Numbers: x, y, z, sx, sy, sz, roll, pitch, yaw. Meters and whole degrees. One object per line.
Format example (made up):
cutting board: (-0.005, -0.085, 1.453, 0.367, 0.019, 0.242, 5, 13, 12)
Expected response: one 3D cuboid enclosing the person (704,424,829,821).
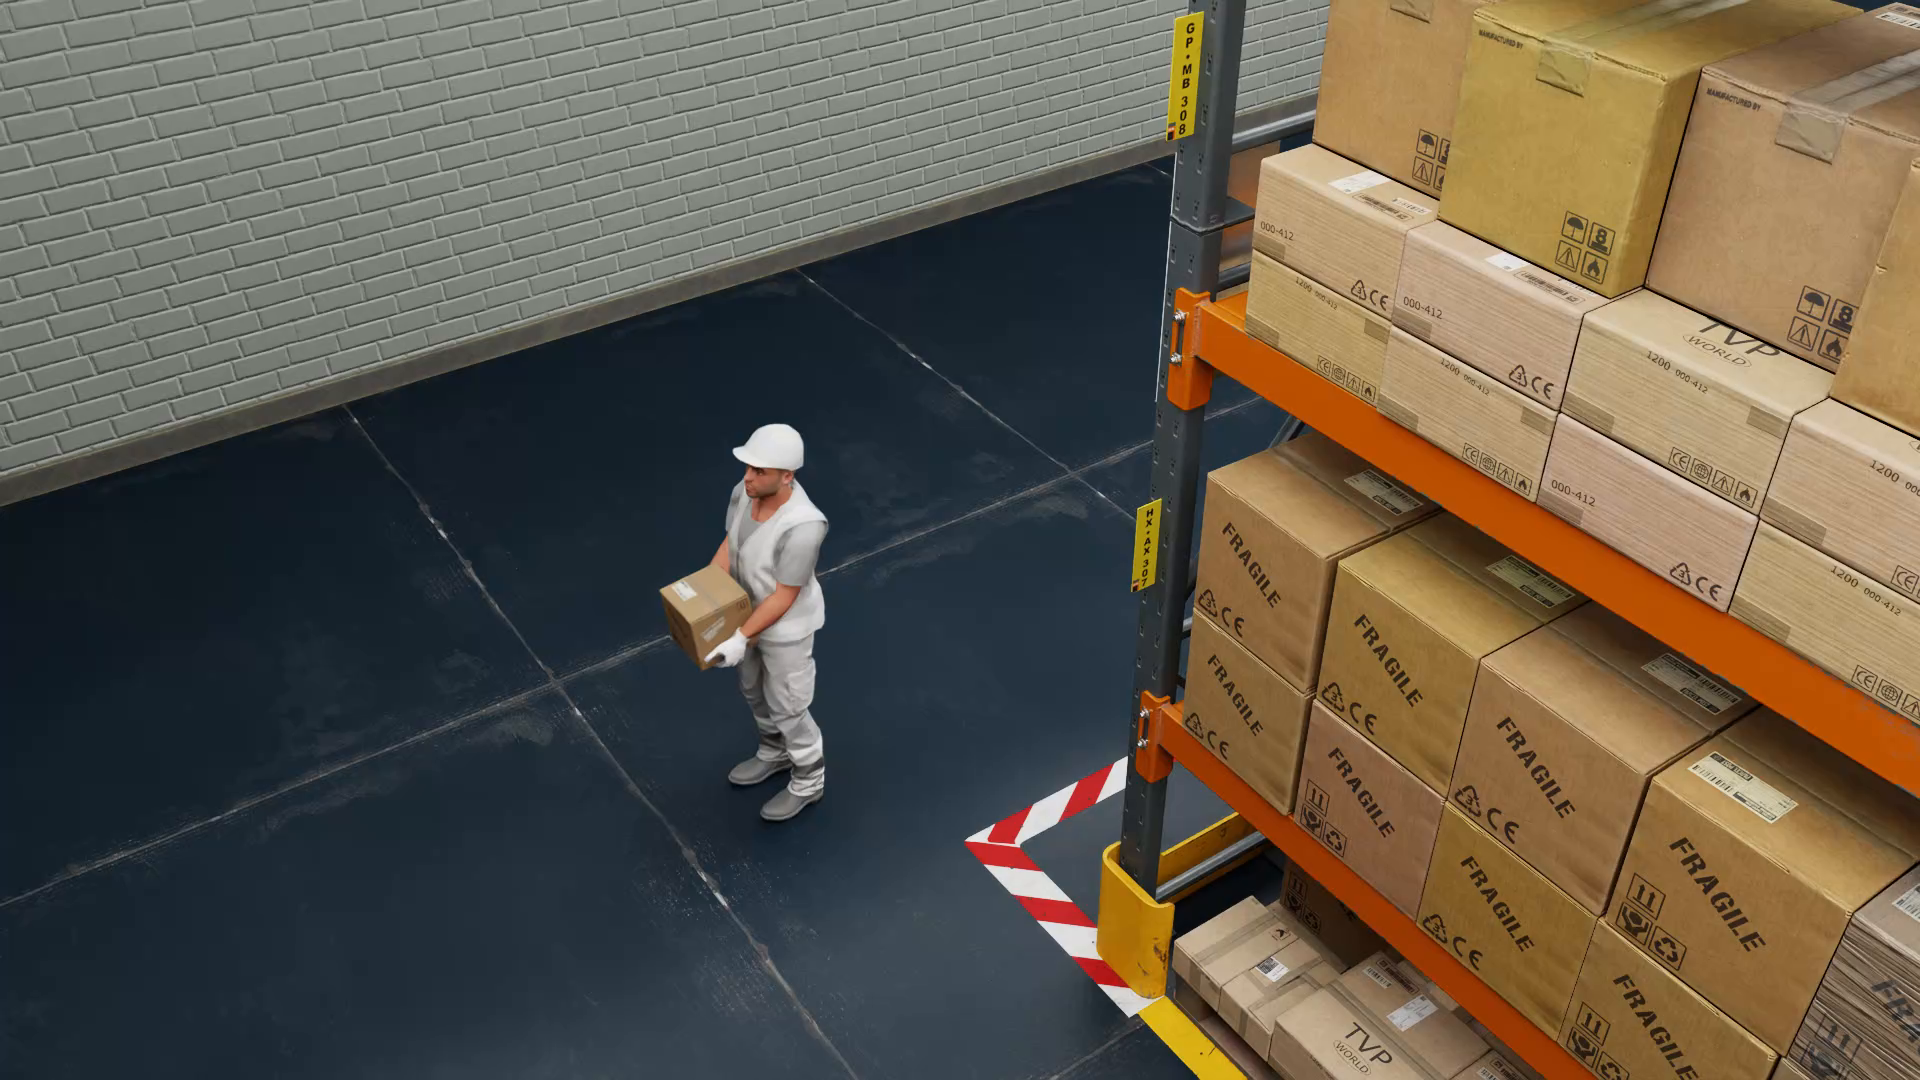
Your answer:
person: (-0.805, 0.359, 6.489, 0.559, 1.790, 0.511, -23, 42, -28)
